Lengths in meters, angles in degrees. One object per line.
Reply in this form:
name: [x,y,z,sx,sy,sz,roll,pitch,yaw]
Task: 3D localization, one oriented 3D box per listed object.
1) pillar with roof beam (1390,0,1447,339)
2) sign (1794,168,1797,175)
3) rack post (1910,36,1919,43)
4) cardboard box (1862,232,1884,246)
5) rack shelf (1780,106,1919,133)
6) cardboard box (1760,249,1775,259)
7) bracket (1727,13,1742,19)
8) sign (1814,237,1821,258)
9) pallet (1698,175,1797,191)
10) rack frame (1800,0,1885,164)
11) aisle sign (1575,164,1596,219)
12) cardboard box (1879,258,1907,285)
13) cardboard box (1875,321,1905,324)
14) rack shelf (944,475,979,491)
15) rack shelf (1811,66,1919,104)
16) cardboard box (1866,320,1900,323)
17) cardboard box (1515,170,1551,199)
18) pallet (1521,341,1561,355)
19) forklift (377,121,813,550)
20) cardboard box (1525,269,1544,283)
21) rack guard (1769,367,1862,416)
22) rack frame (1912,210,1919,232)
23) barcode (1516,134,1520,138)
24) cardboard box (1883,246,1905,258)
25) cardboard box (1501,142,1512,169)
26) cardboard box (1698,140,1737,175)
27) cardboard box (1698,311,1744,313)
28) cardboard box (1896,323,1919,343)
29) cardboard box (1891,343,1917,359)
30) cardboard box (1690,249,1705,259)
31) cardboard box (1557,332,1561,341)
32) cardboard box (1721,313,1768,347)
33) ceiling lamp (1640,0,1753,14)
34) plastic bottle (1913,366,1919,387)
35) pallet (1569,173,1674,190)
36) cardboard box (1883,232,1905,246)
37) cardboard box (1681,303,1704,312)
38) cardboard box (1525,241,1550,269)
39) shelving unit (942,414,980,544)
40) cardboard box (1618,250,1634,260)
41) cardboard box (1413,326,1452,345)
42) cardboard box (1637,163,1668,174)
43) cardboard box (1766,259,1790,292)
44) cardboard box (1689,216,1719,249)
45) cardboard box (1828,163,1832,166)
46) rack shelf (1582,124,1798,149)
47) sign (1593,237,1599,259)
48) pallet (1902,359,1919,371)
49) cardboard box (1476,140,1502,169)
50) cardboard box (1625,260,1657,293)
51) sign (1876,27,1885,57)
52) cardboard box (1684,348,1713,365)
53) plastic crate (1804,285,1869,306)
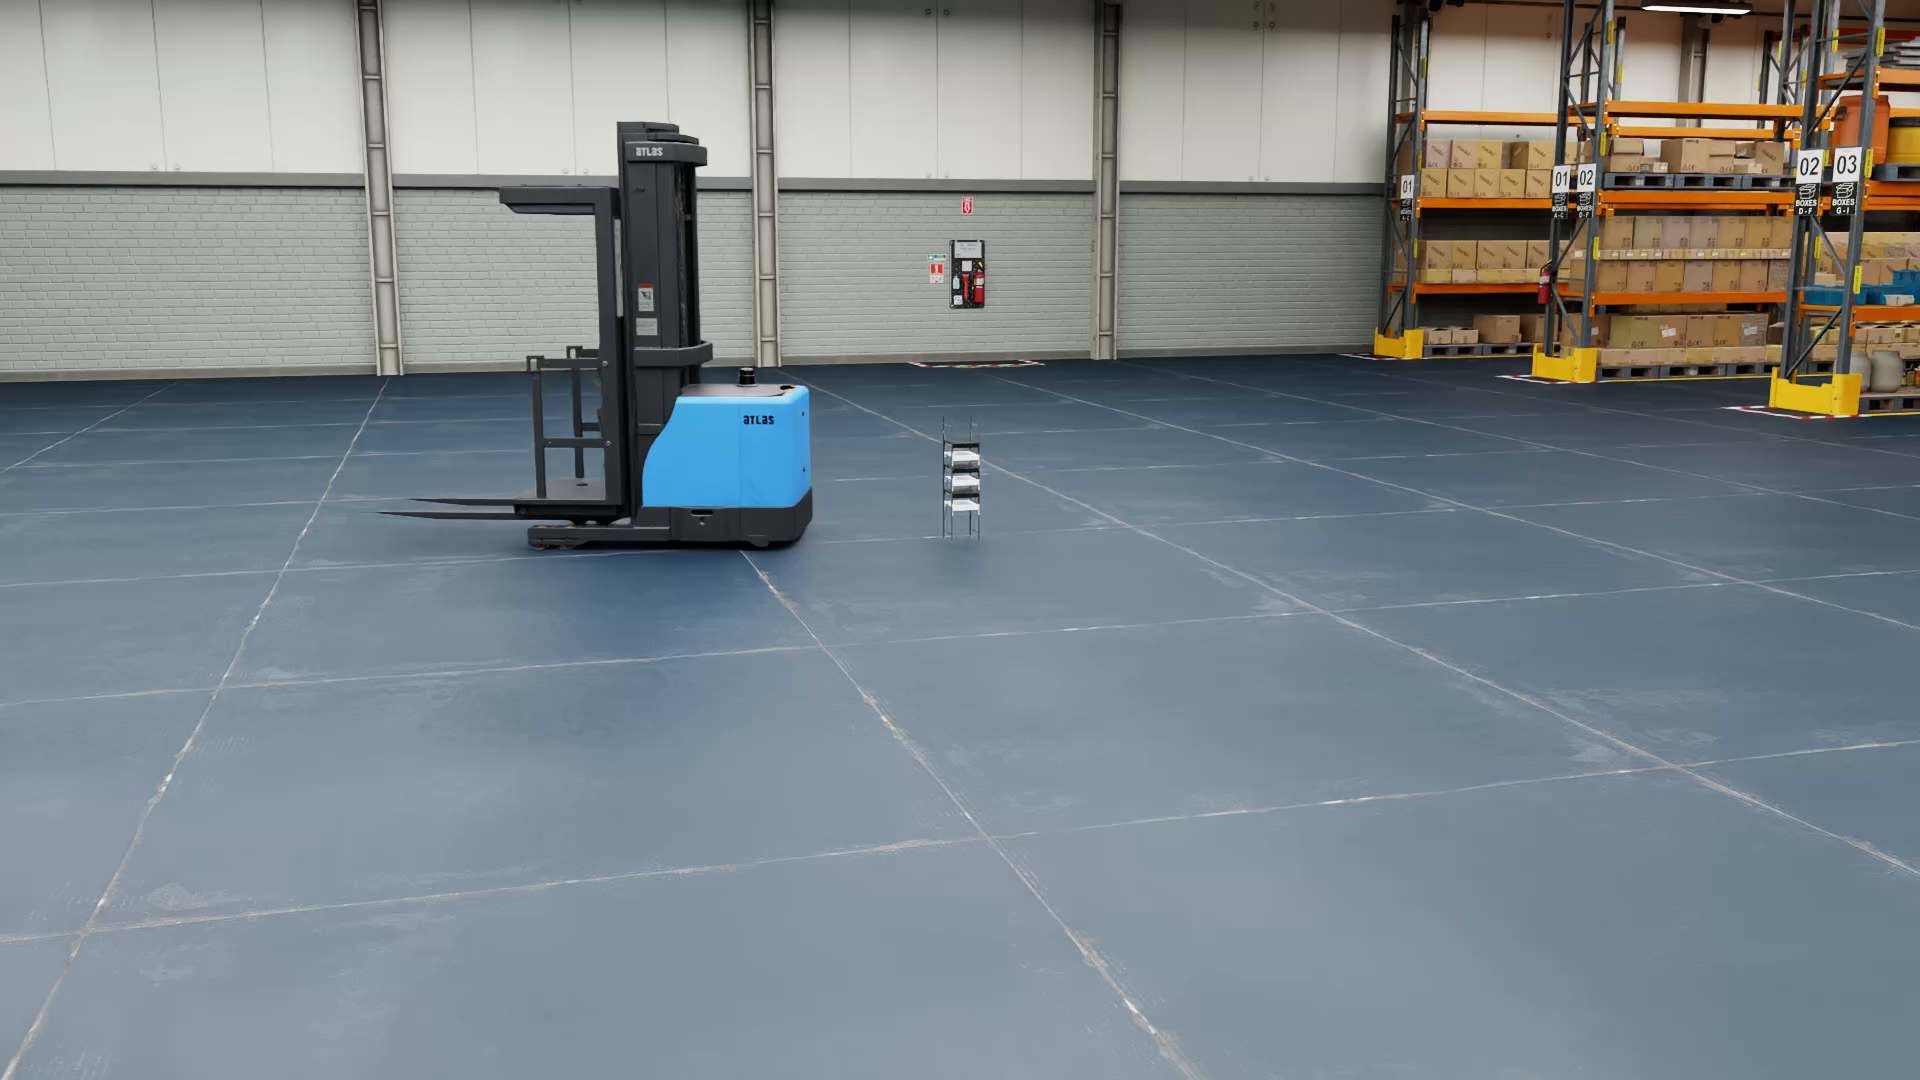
pillar with roof beam: [9.506,-7.199,26.296,0.548,9.000,9.100,-3,11,-16]
sign: [15.704,-6.851,31.263,0.005,0.325,0.100,-3,11,-16]
rack post: [12.493,-6.106,20.566,0.954,0.300,0.937,-3,11,-17]
cardboard box: [17.545,-5.848,32.306,0.500,0.250,0.500,-3,11,-17]
rack shelf: [15.022,-6.654,26.426,4.000,0.370,1.077,-3,11,-16]
cardboard box: [12.412,-4.444,25.833,0.250,0.149,0.380,-3,11,-18]
bracket: [14.562,-9.980,31.463,0.430,0.232,0.235,-3,11,-16]
sign: [13.258,-4.521,25.709,0.005,0.325,0.100,-3,11,-16]
pallet: [12.290,-5.536,25.795,1.213,0.211,1.003,-3,11,-16]
rack frame: [10.642,-6.039,19.997,0.127,3.000,1.000,-3,11,-16]
aisle sign: [9.283,-5.172,24.676,0.004,0.787,0.394,-3,11,-16]
cardboard box: [14.830,-4.290,26.787,0.500,0.500,0.500,-3,11,-16]
cardboard box: [15.365,-3.456,27.421,0.500,0.311,0.500,-3,11,-17]
rack shelf: [0.008,-0.410,11.973,0.200,0.077,0.258,-3,11,-16]
rack shelf: [12.562,-5.590,20.648,4.000,0.370,1.077,-3,11,-16]
cardboard box: [17.954,-4.467,32.802,0.750,0.750,0.750,-3,11,-14]
cardboard box: [10.287,-6.421,30.025,0.500,0.500,0.500,-3,11,-18]
pallet: [11.078,-3.602,31.029,1.213,0.211,1.003,-3,11,-16]
forklift: [-2.643,-1.468,11.928,3.031,2.935,1.130,0,10,3]
cardboard box: [10.384,-4.821,30.308,0.500,0.250,0.500,-3,11,-16]
rack guard: [10.702,-1.872,20.832,0.348,0.500,1.175,-3,11,-16]
rack frame: [19.395,-5.418,33.194,0.127,3.000,1.000,-3,11,-16]
barcode: [10.259,-7.427,30.575,0.075,0.075,0.001,-3,11,-16]
cardboard box: [18.050,-5.505,32.511,0.500,0.500,0.500,-3,11,-16]
cardboard box: [9.699,-6.979,30.293,0.500,0.500,0.500,-3,11,-16]
cardboard box: [11.485,-5.892,25.653,0.637,0.503,0.797,-2,11,-10]
cardboard box: [12.091,-3.380,26.484,0.500,0.500,0.500,-3,11,-16]
cardboard box: [15.525,-3.363,26.916,0.500,0.311,0.500,-3,11,-16]
cardboard box: [15.034,-3.062,26.829,0.500,0.250,0.500,-3,11,-15]
cardboard box: [11.174,-4.378,25.477,0.250,0.149,0.380,-3,11,-15]
cardboard box: [11.208,-3.804,31.036,0.250,0.166,0.380,-5,11,-23]
cardboard box: [12.234,-3.291,26.001,0.500,0.500,0.500,-3,11,-16]
ceiling lamp: [12.368,-10.340,27.236,2.000,3.185,0.800,-3,11,-16]
plastic bottle: [12.532,-2.143,21.709,0.135,0.276,0.152,-3,11,-16]
pallet: [9.947,-5.413,25.125,1.213,0.211,1.003,-3,11,-16]
cardboard box: [18.034,-5.874,32.446,0.500,0.250,0.500,-3,11,-15]
cardboard box: [13.820,-4.481,31.722,0.500,0.250,0.500,-3,11,-16]
cardboard box: [10.382,-5.191,30.246,0.500,0.500,0.500,-3,11,-18]
shelving unit: [0.008,-0.443,11.967,0.210,0.900,0.258,-3,11,-16]
cardboard box: [9.951,-4.315,25.130,0.250,0.149,0.380,-3,11,-17]
cardboard box: [8.562,-3.724,30.204,0.500,0.311,0.500,-4,11,-22]
cardboard box: [10.440,-5.606,25.076,0.250,0.149,0.380,-3,11,-16]
cardboard box: [12.677,-4.178,26.181,0.500,0.500,0.700,-3,11,-17]
cardboard box: [11.232,-4.740,25.649,0.500,0.500,0.700,-3,11,-16]
cardboard box: [13.696,-5.790,26.182,0.500,0.250,0.500,-2,11,-10]
rack shelf: [13.634,-7.515,31.102,4.000,0.370,1.077,-3,11,-16]
sign: [9.410,-4.318,24.607,0.005,0.325,0.100,-3,11,-16]
pallet: [14.972,-2.888,27.149,1.213,0.211,1.003,-3,11,-16]
cardboard box: [9.295,-6.859,29.640,0.500,0.500,0.500,-3,11,-14]
cardboard box: [10.216,-4.048,25.474,0.500,0.500,0.700,-3,11,-14]
sign: [10.791,-5.841,19.495,0.005,0.325,0.100,-3,11,-16]
cardboard box: [11.279,-2.868,25.777,0.500,0.250,0.500,-3,11,-16]
plastic crate: [11.039,-3.093,20.974,0.616,0.251,0.499,-3,11,-16]
